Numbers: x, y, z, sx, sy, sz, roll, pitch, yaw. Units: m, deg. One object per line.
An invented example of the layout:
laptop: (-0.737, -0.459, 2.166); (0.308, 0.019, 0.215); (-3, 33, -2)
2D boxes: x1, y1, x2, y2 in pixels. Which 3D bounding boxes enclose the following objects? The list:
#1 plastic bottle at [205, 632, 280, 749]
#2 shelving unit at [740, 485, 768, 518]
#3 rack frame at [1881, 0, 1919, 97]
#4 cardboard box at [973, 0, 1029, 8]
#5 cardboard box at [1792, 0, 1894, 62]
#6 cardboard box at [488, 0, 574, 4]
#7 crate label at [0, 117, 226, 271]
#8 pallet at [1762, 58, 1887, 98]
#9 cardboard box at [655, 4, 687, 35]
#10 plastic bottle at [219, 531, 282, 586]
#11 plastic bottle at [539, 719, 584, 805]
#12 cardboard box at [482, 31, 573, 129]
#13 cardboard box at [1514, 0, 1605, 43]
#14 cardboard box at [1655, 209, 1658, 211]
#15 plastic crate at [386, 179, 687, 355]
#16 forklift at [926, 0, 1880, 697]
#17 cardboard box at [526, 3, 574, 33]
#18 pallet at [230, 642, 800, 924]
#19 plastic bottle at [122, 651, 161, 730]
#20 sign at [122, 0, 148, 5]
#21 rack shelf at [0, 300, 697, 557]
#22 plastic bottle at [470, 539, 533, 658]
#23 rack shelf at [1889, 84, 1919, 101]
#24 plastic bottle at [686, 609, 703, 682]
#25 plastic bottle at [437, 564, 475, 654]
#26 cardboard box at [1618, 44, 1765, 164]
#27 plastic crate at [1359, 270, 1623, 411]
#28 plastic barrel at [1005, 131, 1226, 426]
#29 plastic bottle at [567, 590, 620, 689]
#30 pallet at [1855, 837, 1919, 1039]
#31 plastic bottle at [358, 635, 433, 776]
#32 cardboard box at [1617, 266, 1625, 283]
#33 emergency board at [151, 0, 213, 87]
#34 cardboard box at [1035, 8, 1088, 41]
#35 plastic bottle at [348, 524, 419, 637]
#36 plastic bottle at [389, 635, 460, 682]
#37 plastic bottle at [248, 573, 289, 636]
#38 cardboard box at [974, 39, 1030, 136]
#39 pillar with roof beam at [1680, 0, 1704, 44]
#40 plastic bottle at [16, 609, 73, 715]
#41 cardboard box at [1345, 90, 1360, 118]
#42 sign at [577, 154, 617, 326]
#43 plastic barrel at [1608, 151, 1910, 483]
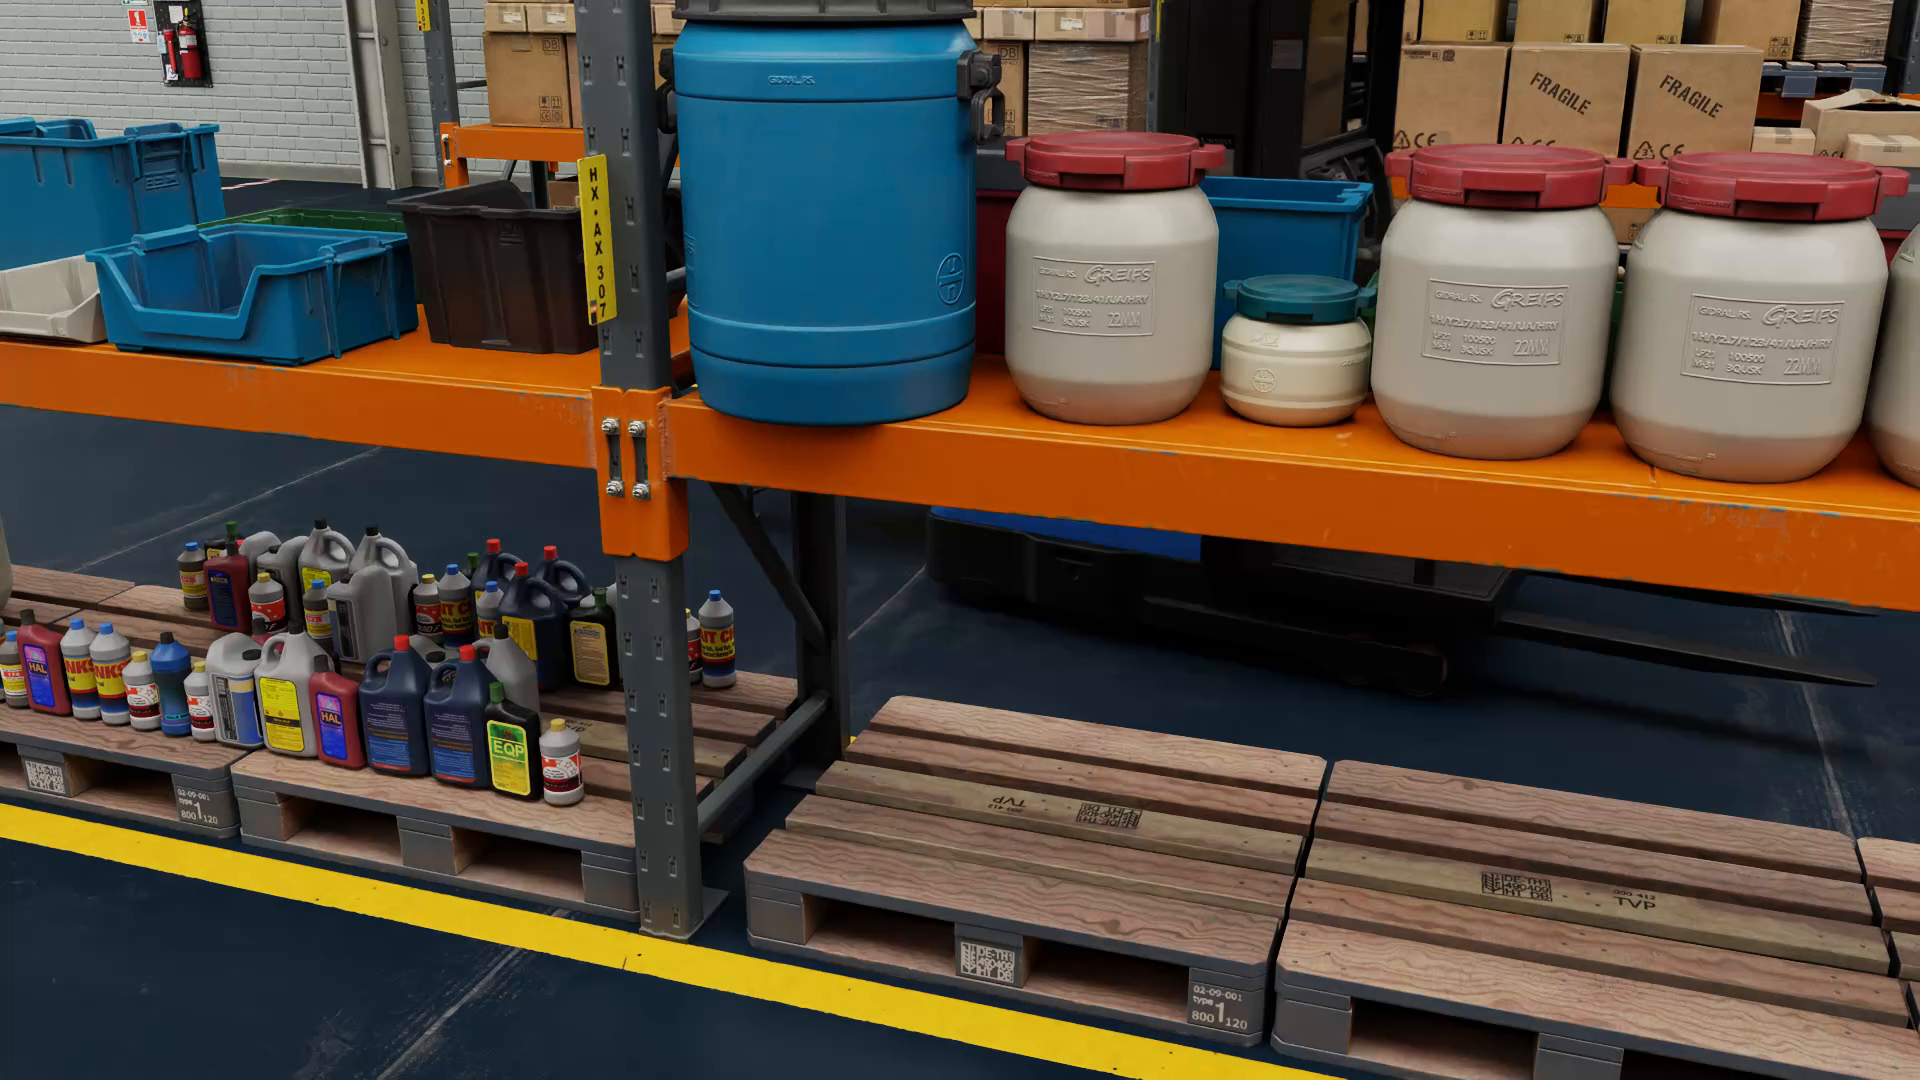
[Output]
plastic bottle: (-1.872, 0.388, 4.375); (0.135, 0.276, 0.152); (7, 20, 19)
shelving unit: (-0.311, -0.781, 6.539); (1.048, 1.500, 0.538); (9, 21, 25)
rack frame: (6.499, -3.284, 11.441); (0.127, 3.000, 1.000); (7, 20, 18)
cardboard box: (0.200, -2.936, 8.318); (0.500, 0.500, 0.700); (6, 20, 18)
cardboard box: (6.052, -3.587, 11.488); (0.500, 0.500, 0.700); (4, 20, 12)
cardboard box: (-2.193, -3.207, 9.097); (0.500, 0.500, 0.700); (7, 20, 18)
crate label: (-2.482, -0.970, 4.748); (0.616, 0.435, 0.502); (7, 20, 18)
pallet: (5.791, -3.237, 11.598); (1.003, 0.211, 1.213); (7, 20, 18)
cardboard box: (-1.404, -2.741, 8.744); (0.250, 0.149, 0.380); (6, 20, 16)
plastic bottle: (-2.201, 0.108, 5.178); (0.135, 0.276, 0.152); (7, 20, 18)
plastic bottle: (-0.975, 0.535, 4.066); (0.097, 0.201, 0.097); (0, 19, 0)
cardboard box: (-2.243, -2.600, 9.327); (0.500, 0.500, 0.700); (7, 20, 18)
cardboard box: (4.348, -3.782, 12.047); (0.500, 0.500, 0.700); (10, 21, 26)
cardboard box: (5.354, -2.465, 12.220); (0.500, 0.500, 0.700); (6, 20, 18)
plastic crate: (-0.983, -0.703, 4.129); (0.504, 0.338, 0.767); (7, 20, 18)
forklift: (1.424, -1.095, 5.264); (3.031, 2.935, 1.130); (10, 22, 27)
cardboard box: (-2.130, -2.824, 8.984); (0.250, 0.149, 0.380); (6, 20, 17)
pallet: (-1.151, 0.595, 4.547); (1.213, 0.211, 1.003); (7, 20, 18)
plastic bottle: (-2.187, 0.397, 4.463); (0.097, 0.201, 0.097); (0, 19, 0)
sign: (-8.589, -5.624, 17.294); (0.331, 0.109, 0.001); (7, 20, 18)
rack shelf: (-2.420, -0.512, 4.581); (4.000, 0.370, 1.077); (7, 20, 18)
plastic bottle: (-1.335, 0.171, 4.886); (0.185, 0.351, 0.144); (6, 20, 16)
rack shelf: (8.388, -2.728, 10.939); (4.000, 0.370, 1.077); (7, 20, 18)
plastic bottle: (-0.784, 0.296, 4.753); (0.097, 0.201, 0.097); (0, 19, 0)
plastic bottle: (-1.486, 0.204, 4.911); (0.097, 0.271, 0.097); (0, 19, 0)
cardboard box: (3.287, -1.967, 7.510); (0.500, 0.500, 0.500); (5, 20, 15)
plastic crate: (1.207, -0.435, 3.590); (0.662, 0.188, 0.450); (7, 20, 18)
plastic barrel: (0.301, -0.528, 3.329); (0.433, 0.535, 0.433); (0, 19, 0)
plastic bottle: (-1.036, 0.275, 4.688); (0.133, 0.283, 0.061); (7, 20, 18)
pallet: (2.529, 1.017, 3.337); (1.213, 0.211, 1.003); (7, 20, 18)
plastic bottle: (-1.415, 0.407, 4.209); (0.185, 0.351, 0.144); (5, 20, 15)
cardboard box: (3.013, -1.221, 8.210); (0.500, 0.311, 0.500); (6, 20, 17)
emergency board: (-8.102, -5.268, 17.133); (0.643, 1.169, 0.194); (7, 20, 18)
cardboard box: (0.539, -2.519, 8.109); (0.250, 0.149, 0.380); (6, 20, 17)
plastic bottle: (-1.737, 0.125, 5.017); (0.185, 0.351, 0.144); (6, 20, 18)
plastic bottle: (-1.390, 0.393, 4.361); (0.135, 0.276, 0.152); (7, 20, 18)
plastic bottle: (-2.093, 0.199, 5.030); (0.097, 0.201, 0.097); (0, 19, 0)
cardboard box: (0.177, -2.324, 8.533); (0.500, 0.500, 0.700); (6, 20, 17)
pillar with roof beam: (4.142, -5.188, 7.788); (0.400, 9.000, 9.100); (7, 20, 18)
plastic bottle: (-2.491, 0.330, 4.531); (0.133, 0.283, 0.061); (7, 20, 19)
cardboard box: (1.989, -2.074, 8.174); (0.258, 0.266, 0.396); (6, 20, 17)
sign: (-0.721, -0.597, 3.310); (0.005, 0.325, 0.100); (7, 20, 18)
plastic barrel: (1.403, -0.403, 2.967); (0.433, 0.535, 0.433); (0, 19, 0)
